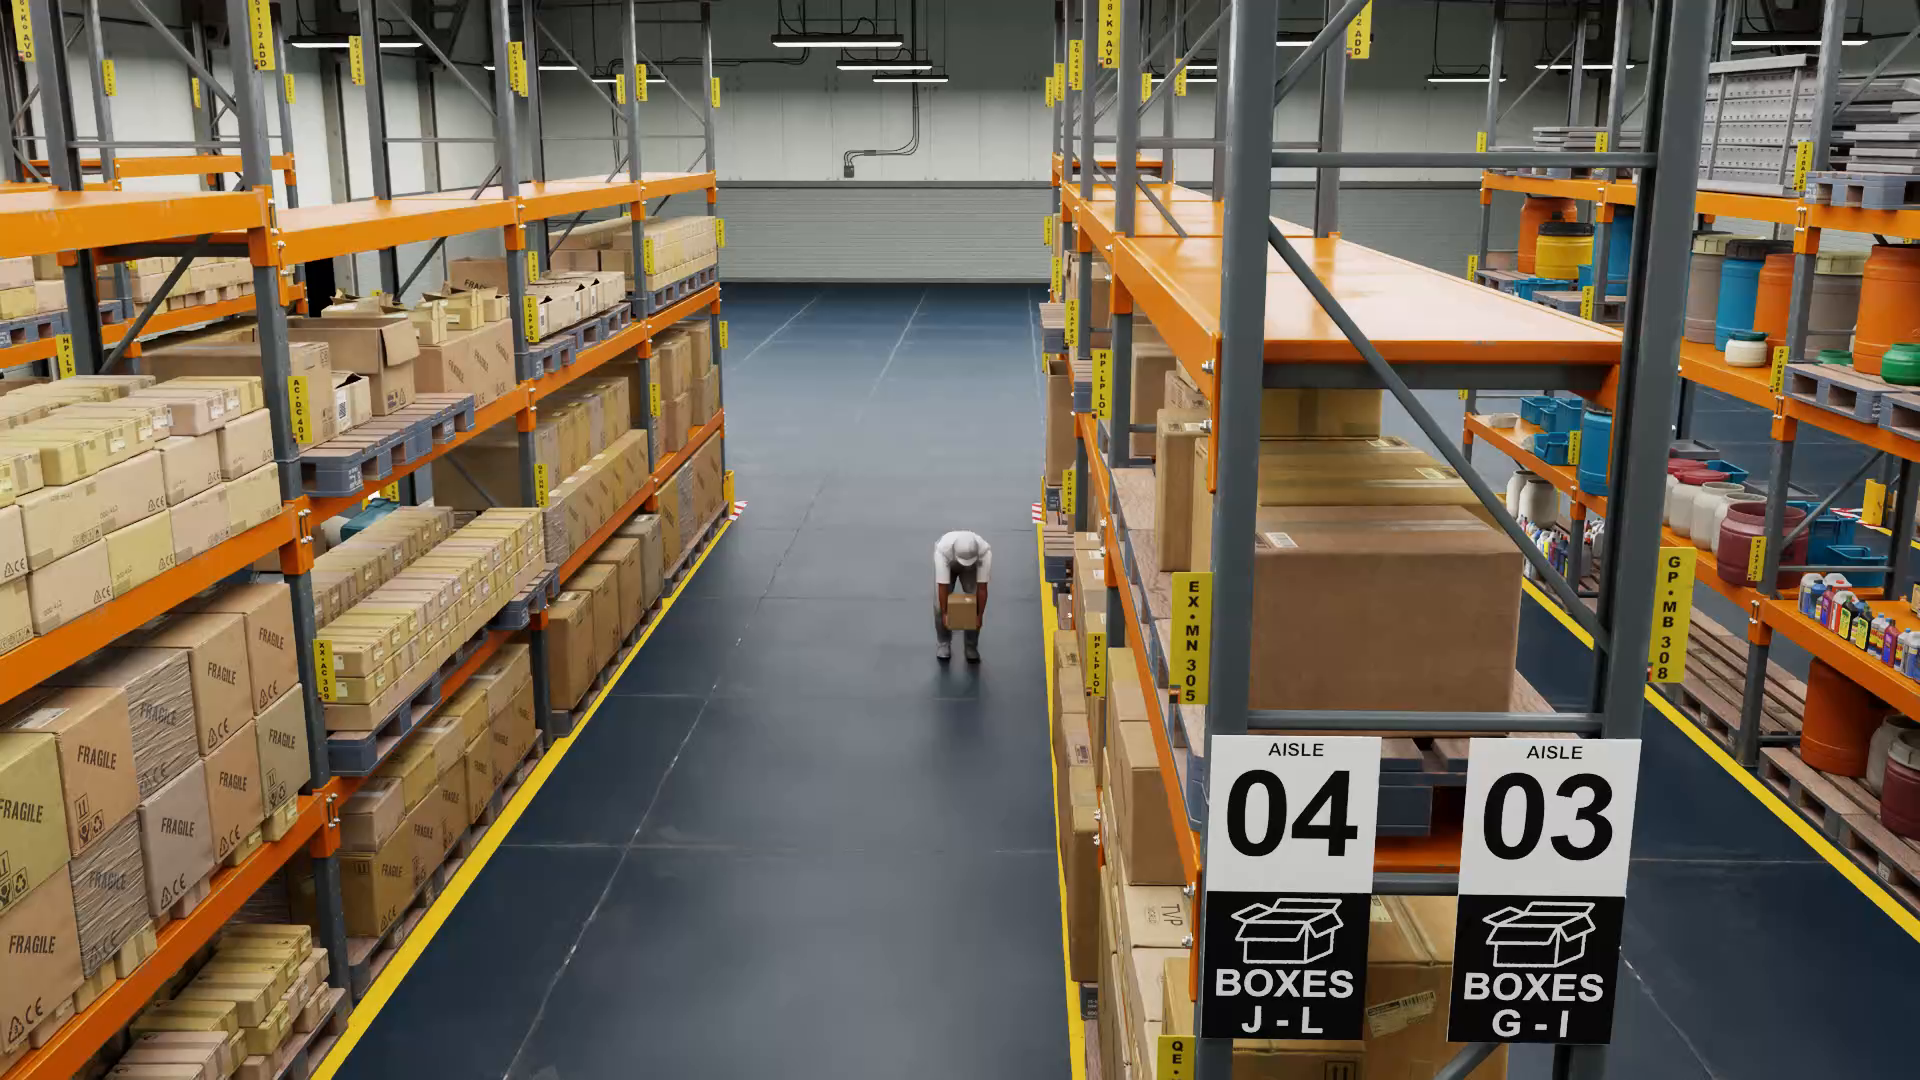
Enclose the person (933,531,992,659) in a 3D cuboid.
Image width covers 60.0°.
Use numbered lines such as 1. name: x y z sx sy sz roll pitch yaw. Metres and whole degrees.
1. person: 0.022 0.465 14.616 0.497 1.258 0.939 -1 14 -5
